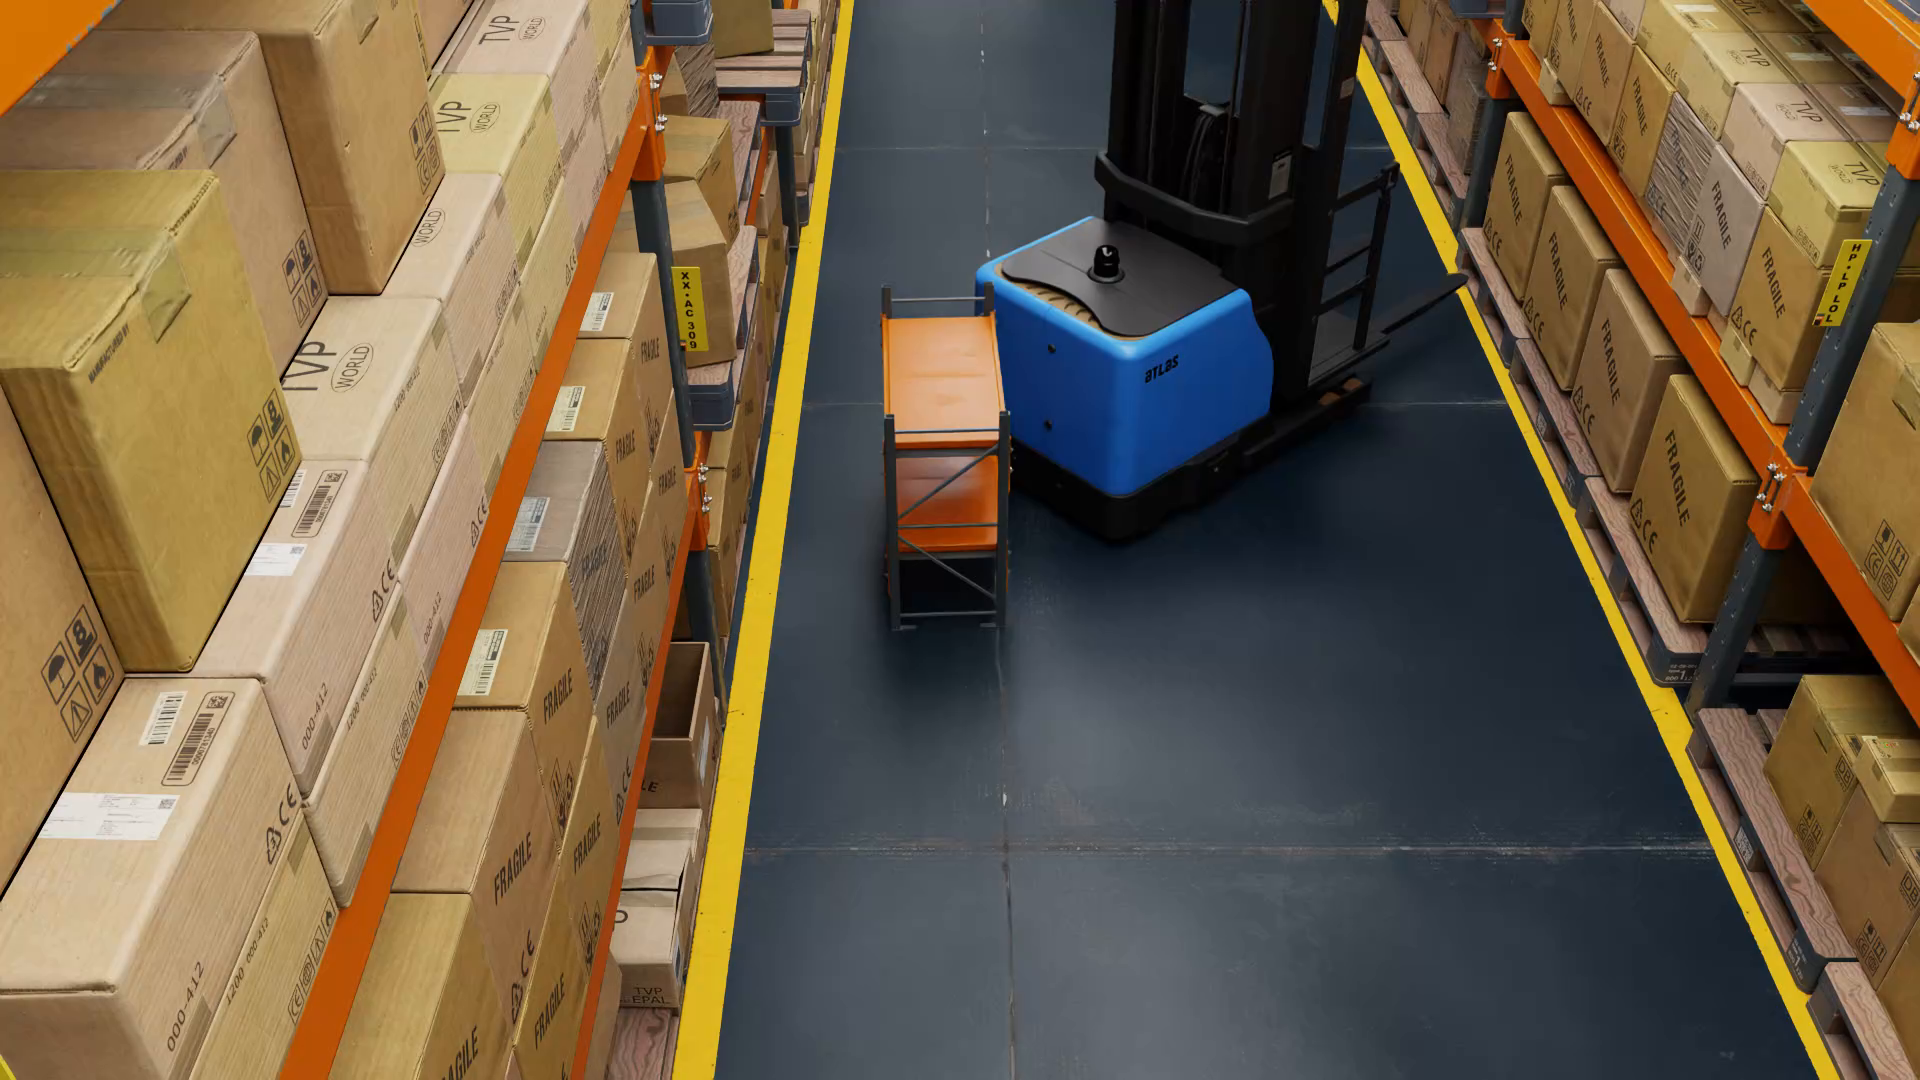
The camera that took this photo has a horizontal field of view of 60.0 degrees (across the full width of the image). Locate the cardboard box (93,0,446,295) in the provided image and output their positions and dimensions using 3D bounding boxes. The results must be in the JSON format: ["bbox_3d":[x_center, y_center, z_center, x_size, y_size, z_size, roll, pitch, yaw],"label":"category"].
[{"bbox_3d":[-1.402,-0.794,3.064,0.700,0.500,0.500,0,39,0],"label":"cardboard box"}]

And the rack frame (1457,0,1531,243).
[{"bbox_3d":[3.490,-2.944,9.025,1.000,3.000,0.127,0,39,0],"label":"rack frame"}]

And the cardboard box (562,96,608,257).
[{"bbox_3d":[-1.203,-0.932,4.236,0.500,0.250,0.500,0,39,0],"label":"cardboard box"}]

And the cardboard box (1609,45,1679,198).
[{"bbox_3d":[3.233,-1.839,7.313,0.500,0.500,0.500,1,39,1],"label":"cardboard box"}]

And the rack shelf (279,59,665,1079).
[{"bbox_3d":[-1.457,-0.076,3.622,1.077,0.370,4.000,0,39,0],"label":"rack shelf"}]

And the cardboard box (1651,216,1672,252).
[{"bbox_3d":[3.253,-1.358,7.231,0.380,0.149,0.250,-1,39,-1],"label":"cardboard box"}]

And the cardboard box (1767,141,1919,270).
[{"bbox_3d":[3.238,-1.190,5.903,0.500,0.250,0.500,1,39,1],"label":"cardboard box"}]

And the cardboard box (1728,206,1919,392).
[{"bbox_3d":[3.242,-0.894,6.133,0.500,0.500,0.500,-1,39,-1],"label":"cardboard box"}]

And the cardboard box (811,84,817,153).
[{"bbox_3d":[-1.172,-2.671,10.547,0.500,0.250,0.500,-1,39,-1],"label":"cardboard box"}]

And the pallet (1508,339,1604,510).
[{"bbox_3d":[3.414,-0.602,8.332,1.003,0.211,1.213,0,39,0],"label":"pallet"}]

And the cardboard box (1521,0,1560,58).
[{"bbox_3d":[3.234,-2.803,8.515,0.500,0.500,0.500,1,39,1],"label":"cardboard box"}]

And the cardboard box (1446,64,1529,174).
[{"bbox_3d":[3.437,-2.590,10.231,0.700,0.500,0.500,0,39,1],"label":"cardboard box"}]

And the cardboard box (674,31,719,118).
[{"bbox_3d":[-1.540,-2.175,7.650,0.700,0.500,0.500,7,39,8],"label":"cardboard box"}]

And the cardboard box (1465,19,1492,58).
[{"bbox_3d":[3.499,-3.239,10.441,0.500,0.250,0.500,1,39,1],"label":"cardboard box"}]

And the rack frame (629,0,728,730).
[{"bbox_3d":[-1.459,-0.436,5.896,1.000,3.000,0.127,0,39,0],"label":"rack frame"}]

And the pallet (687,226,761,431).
[{"bbox_3d":[-1.351,-0.861,6.580,1.003,0.211,1.213,0,39,0],"label":"pallet"}]

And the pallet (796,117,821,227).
[{"bbox_3d":[-1.426,-2.365,10.532,1.003,0.211,1.213,0,39,0],"label":"pallet"}]

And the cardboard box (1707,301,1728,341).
[{"bbox_3d":[3.232,-0.883,6.638,0.380,0.149,0.250,1,39,1],"label":"cardboard box"}]

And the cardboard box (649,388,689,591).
[{"bbox_3d":[-1.202,-0.163,5.475,0.500,0.500,0.500,1,39,1],"label":"cardboard box"}]

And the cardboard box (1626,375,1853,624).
[{"bbox_3d":[3.364,-0.174,6.951,0.750,0.750,0.750,0,39,0],"label":"cardboard box"}]

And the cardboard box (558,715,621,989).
[{"bbox_3d":[-1.194,0.799,4.274,0.500,0.500,0.500,0,39,1],"label":"cardboard box"}]

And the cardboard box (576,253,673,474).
[{"bbox_3d":[-1.200,-0.550,5.158,0.500,0.500,0.500,0,39,0],"label":"cardboard box"}]

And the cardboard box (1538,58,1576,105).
[{"bbox_3d":[3.166,-2.324,8.436,0.380,0.149,0.250,1,39,1],"label":"cardboard box"}]

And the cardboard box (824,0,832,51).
[{"bbox_3d":[-1.178,-3.635,11.750,0.500,0.250,0.500,1,39,1],"label":"cardboard box"}]

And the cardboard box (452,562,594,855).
[{"bbox_3d":[-1.197,0.401,3.972,0.500,0.500,0.500,0,39,0],"label":"cardboard box"}]

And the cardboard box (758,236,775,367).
[{"bbox_3d":[-1.228,-1.226,8.528,0.500,0.500,0.500,-1,39,-2],"label":"cardboard box"}]

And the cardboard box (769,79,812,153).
[{"bbox_3d":[-1.171,-2.575,9.980,0.500,0.311,0.500,1,39,1],"label":"cardboard box"}]

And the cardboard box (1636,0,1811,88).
[{"bbox_3d":[3.245,-2.147,7.097,0.500,0.250,0.500,-1,39,-1],"label":"cardboard box"}]

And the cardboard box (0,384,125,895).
[{"bbox_3d":[-1.472,0.144,1.894,0.700,0.500,0.500,0,39,0],"label":"cardboard box"}]

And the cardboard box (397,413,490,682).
[{"bbox_3d":[-1.191,0.006,3.065,0.500,0.250,0.500,0,39,0],"label":"cardboard box"}]

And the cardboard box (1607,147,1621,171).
[{"bbox_3d":[3.288,-1.843,7.836,0.380,0.149,0.250,1,39,1],"label":"cardboard box"}]

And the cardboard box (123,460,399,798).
[{"bbox_3d":[-1.189,0.124,2.518,0.500,0.250,0.500,0,39,0],"label":"cardboard box"}]

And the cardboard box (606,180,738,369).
[{"bbox_3d":[-1.236,-0.936,6.103,0.700,0.500,0.500,-13,40,-15],"label":"cardboard box"}]

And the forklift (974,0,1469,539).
[{"bbox_3d":[1.481,-1.945,7.834,3.031,2.935,1.130,-30,47,-32],"label":"forklift"}]

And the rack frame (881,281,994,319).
[{"bbox_3d":[-0.099,-0.692,7.714,0.500,1.125,0.032,-2,39,-2],"label":"rack frame"}]

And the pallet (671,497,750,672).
[{"bbox_3d":[-1.498,0.143,7.403,1.003,0.211,1.213,0,39,0],"label":"pallet"}]

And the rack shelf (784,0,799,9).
[{"bbox_3d":[-1.466,-3.908,10.803,1.077,0.370,4.000,0,39,0],"label":"rack shelf"}]

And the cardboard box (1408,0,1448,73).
[{"bbox_3d":[3.513,-3.539,11.415,0.700,0.500,0.500,0,39,0],"label":"cardboard box"}]

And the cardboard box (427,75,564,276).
[{"bbox_3d":[-1.192,-0.814,3.689,0.500,0.250,0.500,0,39,0],"label":"cardboard box"}]

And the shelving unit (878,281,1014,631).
[{"bbox_3d":[-0.075,-0.375,7.318,0.538,1.125,1.048,-2,39,-2],"label":"shelving unit"}]

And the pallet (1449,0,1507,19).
[{"bbox_3d":[3.382,-3.315,9.641,1.213,0.211,1.003,0,39,0],"label":"pallet"}]

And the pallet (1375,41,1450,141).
[{"bbox_3d":[3.492,-3.105,11.456,1.003,0.211,1.213,0,39,0],"label":"pallet"}]

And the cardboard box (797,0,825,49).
[{"bbox_3d":[-1.179,-3.544,11.189,0.500,0.311,0.500,0,39,-1],"label":"cardboard box"}]

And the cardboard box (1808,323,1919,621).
[{"bbox_3d":[3.479,-0.220,5.386,0.980,0.700,0.700,1,39,1],"label":"cardboard box"}]

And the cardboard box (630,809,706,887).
[{"bbox_3d":[-1.115,1.095,5.913,0.380,0.149,0.250,0,39,0],"label":"cardboard box"}]

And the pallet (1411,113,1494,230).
[{"bbox_3d":[3.490,-2.344,10.507,1.003,0.211,1.213,0,39,0],"label":"pallet"}]

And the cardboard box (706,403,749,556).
[{"bbox_3d":[-1.228,-0.269,7.334,0.500,0.500,0.500,0,39,1],"label":"cardboard box"}]

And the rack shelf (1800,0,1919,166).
[{"bbox_3d":[3.492,-2.583,6.751,1.077,0.370,4.000,0,39,0],"label":"rack shelf"}]

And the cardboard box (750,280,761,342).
[{"bbox_3d":[-1.219,-1.167,7.855,0.500,0.250,0.500,-1,39,-1],"label":"cardboard box"}]

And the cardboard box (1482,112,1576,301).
[{"bbox_3d":[3.359,-1.809,8.992,0.750,0.750,0.750,-1,39,-1],"label":"cardboard box"}]

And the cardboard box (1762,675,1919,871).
[{"bbox_3d":[3.393,0.837,5.970,0.700,0.500,0.500,0,39,1],"label":"cardboard box"}]

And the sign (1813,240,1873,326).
[{"bbox_3d":[2.952,-0.857,5.558,0.100,0.325,0.005,0,39,0],"label":"sign"}]
